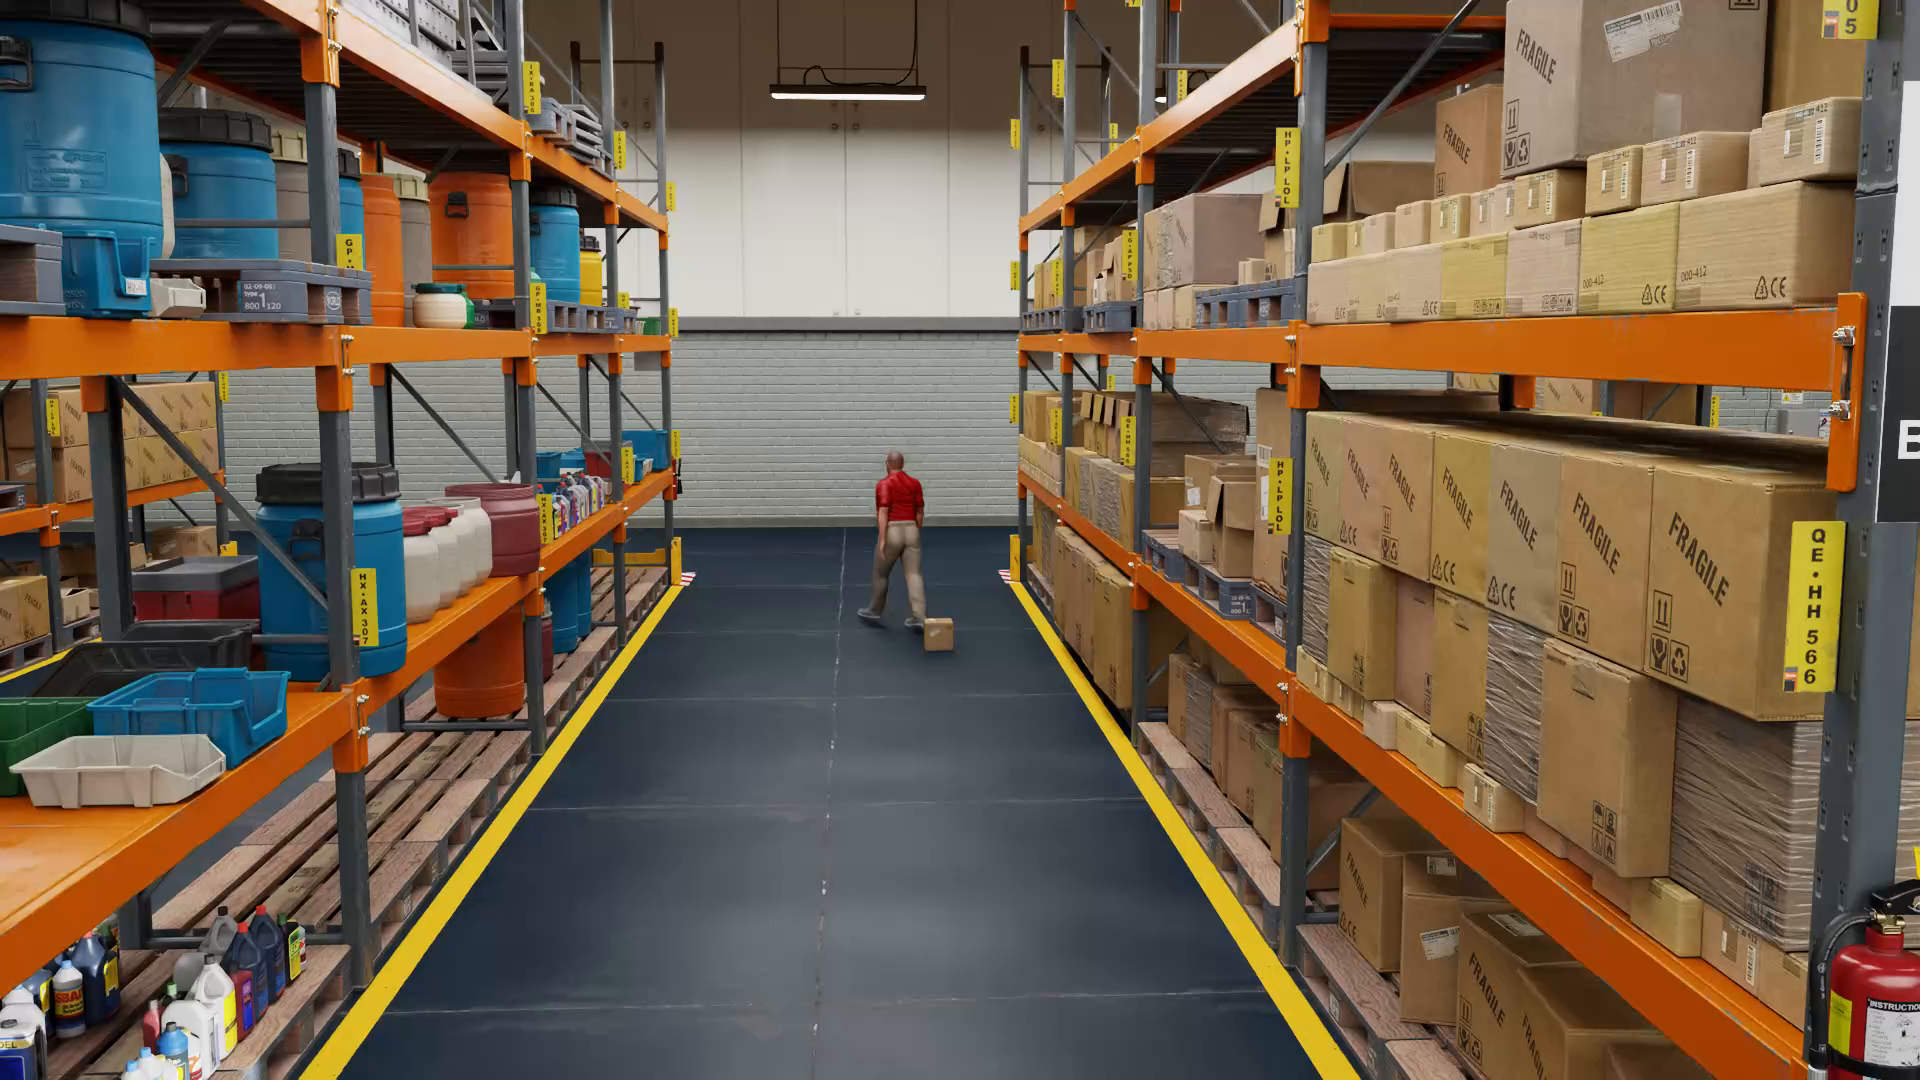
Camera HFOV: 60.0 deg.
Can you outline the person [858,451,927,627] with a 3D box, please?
[{"bbox_3d":[-0.607,-0.028,16.013,0.570,1.653,1.041,-4,8,-27],"label":"person"}]
